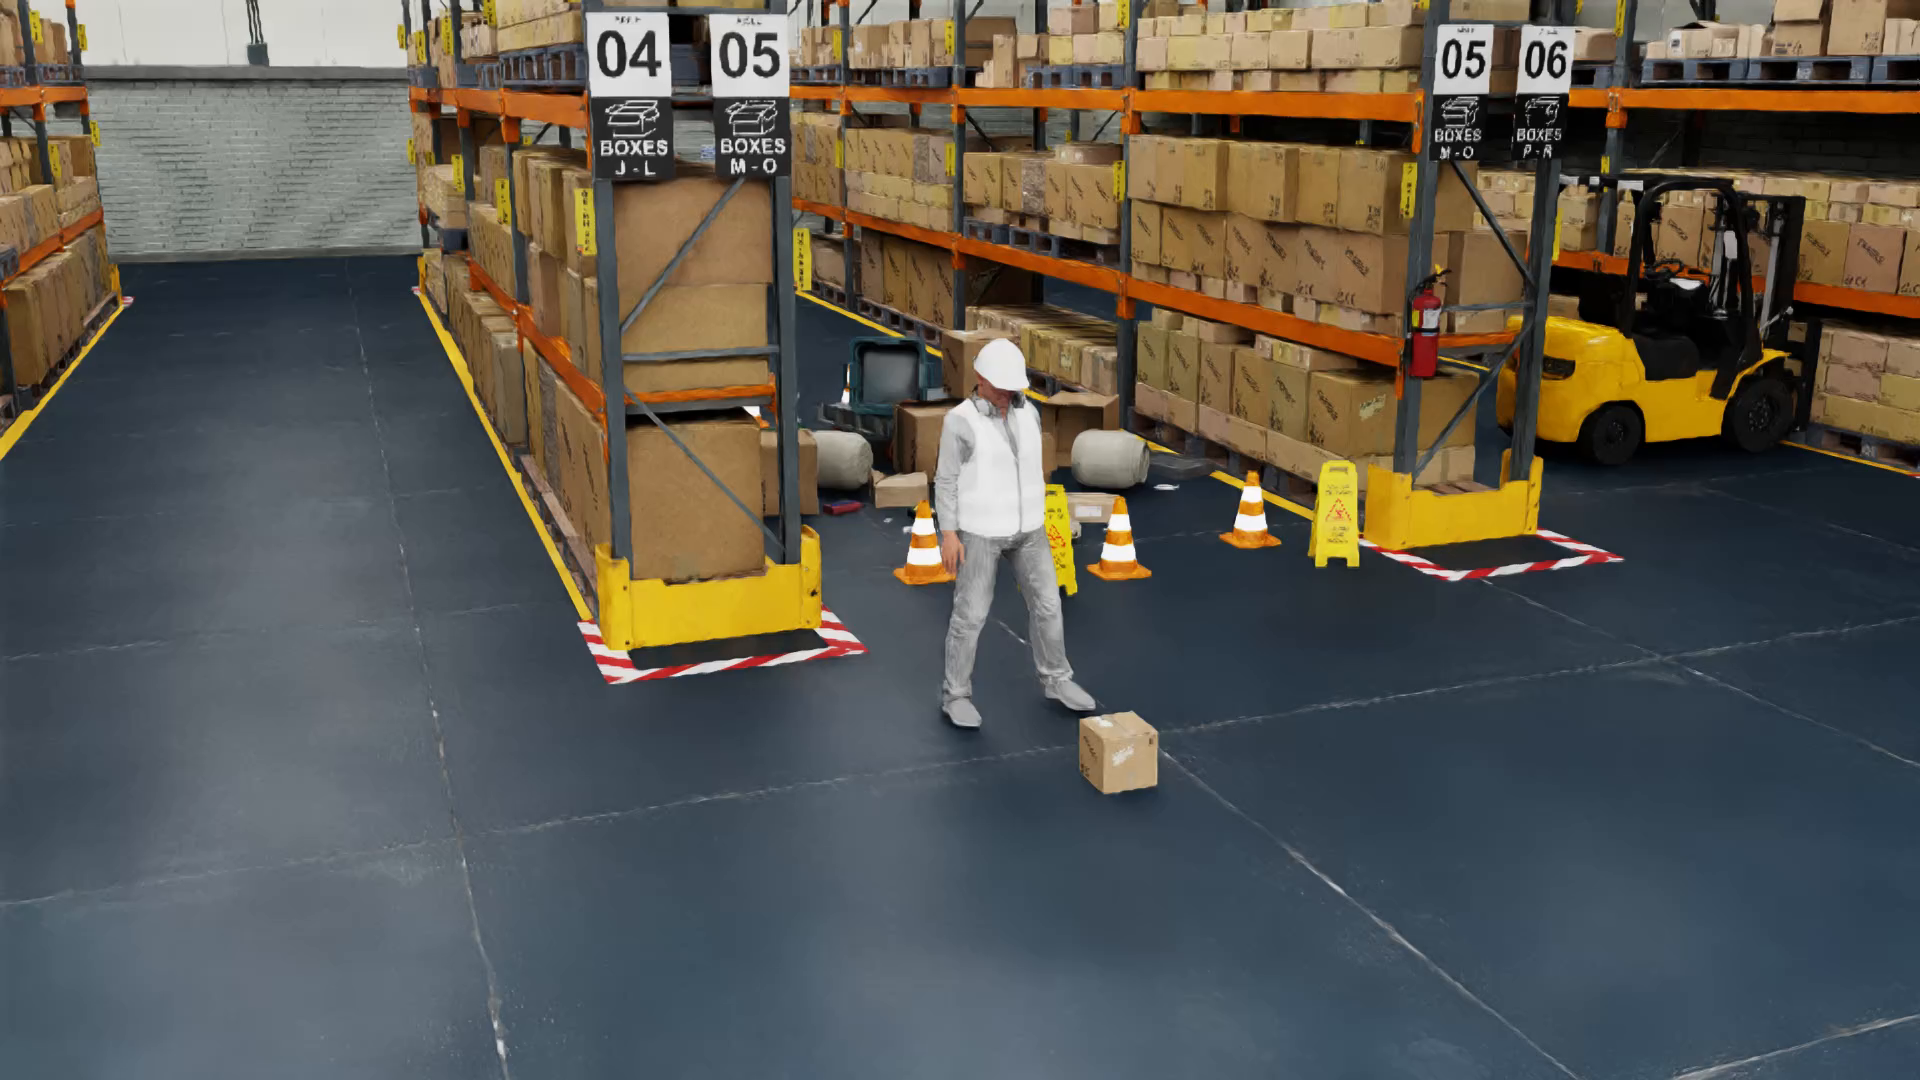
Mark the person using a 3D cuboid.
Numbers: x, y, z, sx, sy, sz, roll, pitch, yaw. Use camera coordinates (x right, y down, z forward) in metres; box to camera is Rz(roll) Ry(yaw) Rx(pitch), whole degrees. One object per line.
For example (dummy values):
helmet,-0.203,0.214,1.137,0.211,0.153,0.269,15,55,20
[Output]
person,0.244,-0.046,7.580,0.701,1.765,0.469,-10,18,-31
